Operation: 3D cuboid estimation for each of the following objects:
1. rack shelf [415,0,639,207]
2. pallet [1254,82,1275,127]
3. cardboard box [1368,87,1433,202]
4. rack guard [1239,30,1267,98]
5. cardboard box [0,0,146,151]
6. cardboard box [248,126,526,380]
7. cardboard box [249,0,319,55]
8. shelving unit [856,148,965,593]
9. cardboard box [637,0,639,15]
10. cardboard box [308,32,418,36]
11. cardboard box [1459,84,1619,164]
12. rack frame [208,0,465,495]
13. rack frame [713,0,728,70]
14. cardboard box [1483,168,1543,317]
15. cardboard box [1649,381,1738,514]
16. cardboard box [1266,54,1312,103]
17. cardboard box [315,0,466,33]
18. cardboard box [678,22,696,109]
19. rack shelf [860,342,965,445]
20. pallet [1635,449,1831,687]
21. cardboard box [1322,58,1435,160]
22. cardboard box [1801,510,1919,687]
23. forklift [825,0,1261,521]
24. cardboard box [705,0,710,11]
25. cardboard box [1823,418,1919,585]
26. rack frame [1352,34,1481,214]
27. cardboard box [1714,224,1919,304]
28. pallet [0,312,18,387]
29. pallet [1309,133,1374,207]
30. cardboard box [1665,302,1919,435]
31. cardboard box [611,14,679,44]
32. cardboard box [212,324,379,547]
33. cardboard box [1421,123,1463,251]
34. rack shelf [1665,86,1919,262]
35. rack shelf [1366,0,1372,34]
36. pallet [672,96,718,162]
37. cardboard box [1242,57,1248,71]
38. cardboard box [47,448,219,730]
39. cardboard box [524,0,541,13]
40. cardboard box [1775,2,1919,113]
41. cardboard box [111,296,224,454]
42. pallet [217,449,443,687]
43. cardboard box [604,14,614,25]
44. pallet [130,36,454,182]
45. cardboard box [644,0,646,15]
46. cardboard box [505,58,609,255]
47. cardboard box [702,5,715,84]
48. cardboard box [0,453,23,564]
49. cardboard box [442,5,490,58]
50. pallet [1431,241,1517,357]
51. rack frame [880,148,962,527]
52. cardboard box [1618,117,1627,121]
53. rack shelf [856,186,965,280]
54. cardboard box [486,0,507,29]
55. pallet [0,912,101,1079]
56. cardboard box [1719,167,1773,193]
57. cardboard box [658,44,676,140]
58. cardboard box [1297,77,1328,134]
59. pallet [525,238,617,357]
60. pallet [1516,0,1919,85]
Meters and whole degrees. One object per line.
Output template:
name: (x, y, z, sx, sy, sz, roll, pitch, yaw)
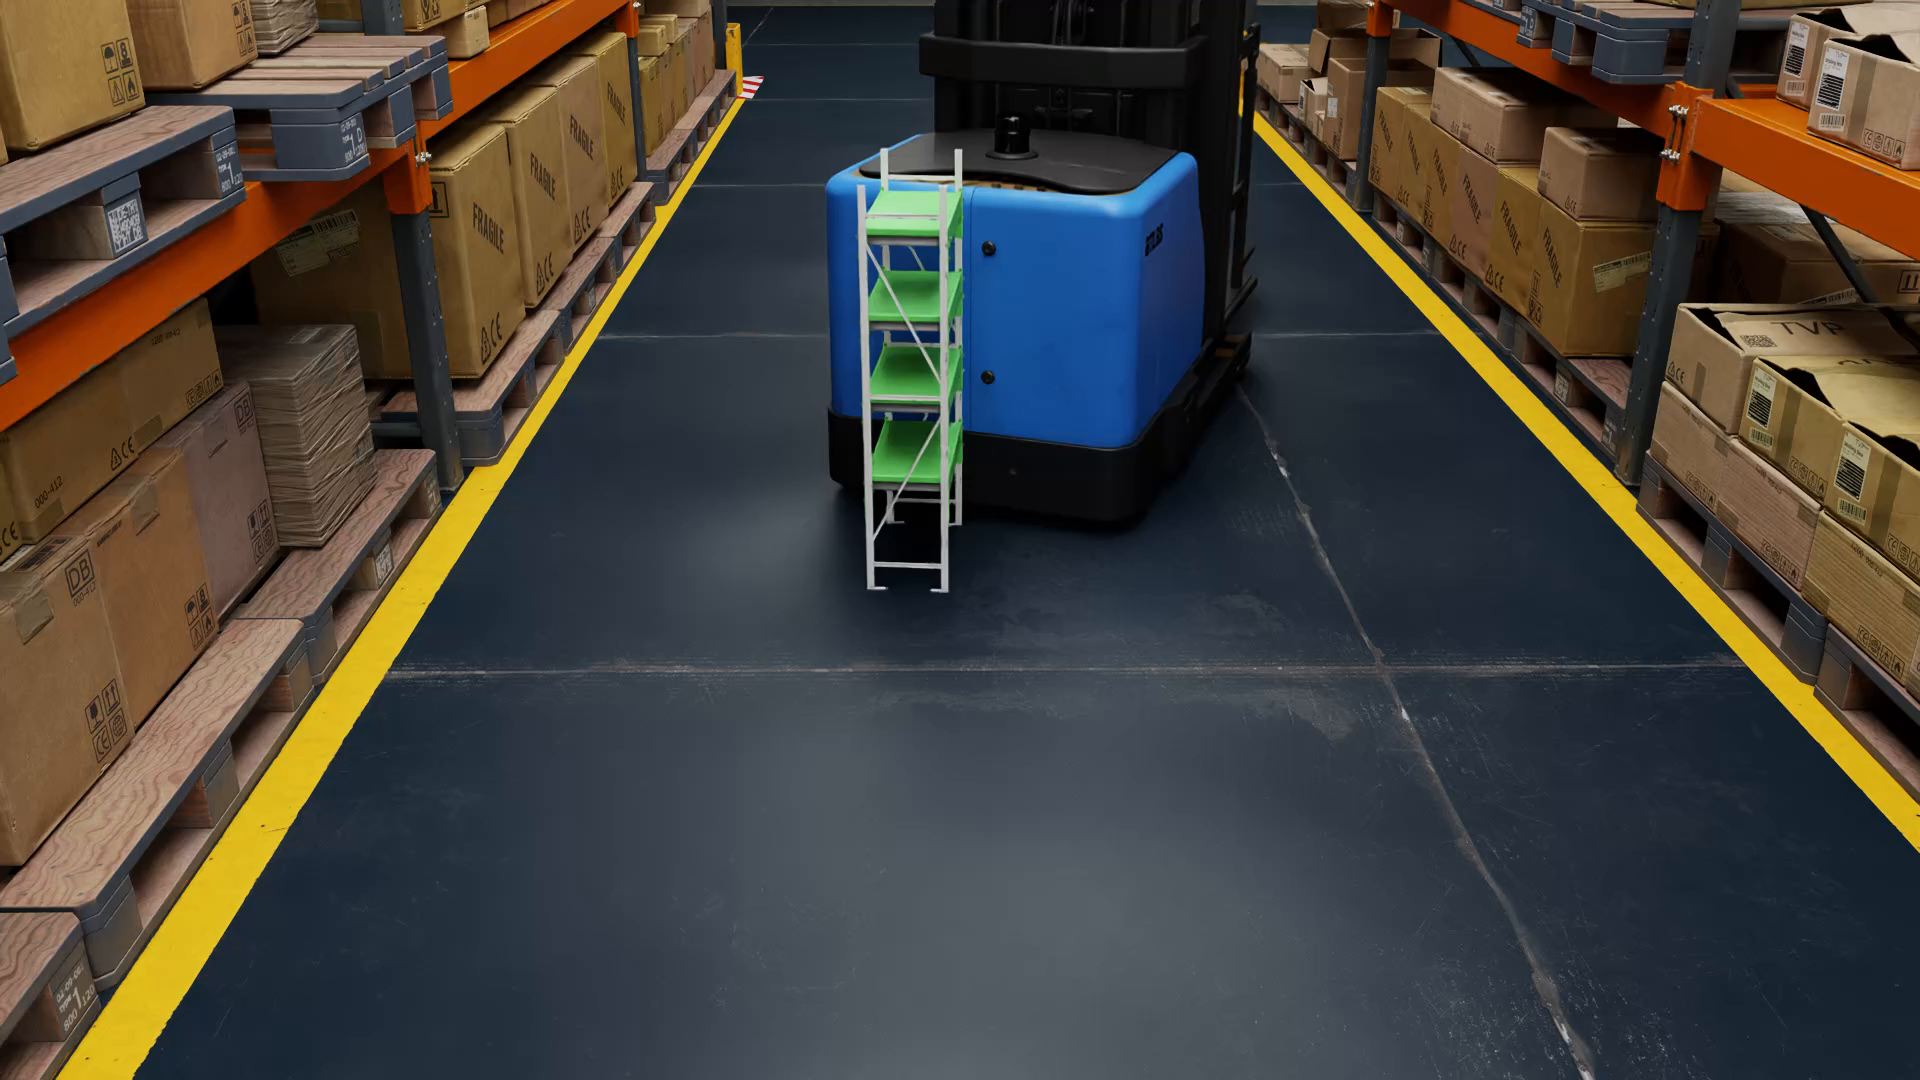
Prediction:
rack shelf: (-2.219, -2.040, 6.993, 1.077, 0.370, 4.000, 0, 24, -1)
pallet: (2.679, -3.233, 12.143, 1.003, 0.211, 1.213, 0, 24, -1)
cardboard box: (2.474, -2.077, 8.701, 0.500, 0.500, 0.500, -1, 24, -3)
rack guard: (2.670, -3.694, 12.810, 1.175, 0.500, 0.348, 0, 24, -1)
cardboard box: (-2.146, -1.083, 3.348, 0.700, 0.500, 0.500, 0, 24, -1)
cardboard box: (-2.074, -1.059, 6.050, 0.750, 0.750, 0.750, -1, 24, -1)
cardboard box: (-2.182, -1.596, 4.483, 0.700, 0.500, 0.500, -3, 25, -7)
shelving unit: (-0.134, -0.497, 4.892, 0.258, 1.200, 0.503, 2, 24, 4)
cardboard box: (-2.366, -3.534, 11.160, 0.380, 0.149, 0.250, 0, 24, 0)
cardboard box: (-1.969, -1.575, 5.372, 0.380, 0.149, 0.250, -1, 24, -1)
cardboard box: (2.491, -1.800, 7.178, 0.500, 0.250, 0.500, -1, 24, -2)
rack frame: (-2.197, -1.543, 5.023, 1.000, 3.000, 0.127, 0, 24, -1)
rack frame: (-2.285, -4.840, 12.311, 1.000, 3.000, 0.127, 0, 24, -1)
cardboard box: (2.506, -1.226, 6.821, 0.500, 0.500, 0.500, -1, 24, -2)
cardboard box: (2.468, -0.289, 5.075, 0.500, 0.250, 0.500, 0, 24, -1)
cardboard box: (2.402, -3.174, 11.431, 0.500, 0.250, 0.500, 0, 24, -1)
cardboard box: (-1.947, -1.935, 5.382, 0.500, 0.500, 0.500, 0, 24, 1)
cardboard box: (-2.165, -3.191, 11.189, 0.700, 0.500, 0.500, -1, 24, -2)
rack shelf: (-0.134, -0.439, 4.919, 0.258, 0.148, 0.480, 2, 24, 4)
pallet: (2.726, 0.043, 4.899, 1.003, 0.211, 1.213, 0, 24, -1)
cardboard box: (2.423, -2.511, 9.660, 0.500, 0.500, 0.500, 0, 24, -1)
cardboard box: (2.486, 0.133, 4.144, 0.500, 0.250, 0.500, -1, 24, -2)
forklift: (0.541, -1.977, 6.063, 1.130, 2.935, 3.031, 8, 26, 18)
cardboard box: (-1.993, -3.848, 11.854, 0.380, 0.149, 0.250, -1, 24, -1)
cardboard box: (2.486, -0.118, 4.016, 0.500, 0.311, 0.500, -1, 24, -2)
rack frame: (2.712, -3.215, 8.720, 1.000, 3.000, 0.127, 0, 24, -1)
cardboard box: (3.037, -0.818, 5.917, 0.500, 0.500, 0.500, 1, 24, 2)
pallet: (-2.017, -0.123, 2.116, 1.003, 0.211, 1.213, 0, 24, -1)
pallet: (2.706, -2.228, 9.920, 1.003, 0.211, 1.213, 0, 24, -1)
cardboard box: (2.468, -0.544, 4.960, 0.500, 0.311, 0.500, 1, 24, 1)
cardboard box: (-1.974, -3.205, 10.434, 0.380, 0.149, 0.250, -1, 24, -2)
cardboard box: (-2.137, -0.309, 4.792, 0.700, 0.500, 0.500, 0, 24, 0)
cardboard box: (2.489, -1.651, 7.760, 0.500, 0.500, 0.500, 0, 24, 0)
rack shelf: (2.778, -0.415, 3.401, 1.077, 0.370, 4.000, 0, 24, -1)
rack shelf: (2.691, -3.712, 10.690, 1.077, 0.370, 4.000, 0, 24, -1)
pallet: (-2.187, -2.739, 11.049, 1.003, 0.211, 1.213, 0, 24, -1)
cardboard box: (2.330, -3.591, 12.476, 0.380, 0.149, 0.250, 0, 24, -1)
cardboard box: (-2.214, 0.109, 3.869, 0.700, 0.500, 0.500, 0, 24, -1)
cardboard box: (-1.993, -2.315, 7.009, 0.380, 0.149, 0.250, 0, 24, 1)
cardboard box: (2.716, -1.377, 4.762, 0.500, 0.311, 0.500, 1, 24, 3)
cardboard box: (-2.194, -0.415, 4.117, 0.500, 0.250, 0.500, 0, 24, 0)
pallet: (-2.190, 0.049, 4.885, 1.003, 0.211, 1.213, 0, 24, -1)
cardboard box: (-2.357, -3.217, 10.460, 0.380, 0.149, 0.250, 0, 24, 0)
pallet: (-2.083, -1.163, 4.414, 1.213, 0.211, 1.003, 0, 24, -1)
cardboard box: (-2.372, -3.742, 11.620, 0.380, 0.149, 0.250, 0, 24, 0)
cardboard box: (-2.091, -1.770, 7.623, 0.750, 0.750, 0.750, 0, 24, 1)
cardboard box: (-2.177, -3.604, 12.103, 0.700, 0.500, 0.500, 0, 24, -1)
cardboard box: (-2.196, 0.003, 3.194, 0.500, 0.250, 0.500, -1, 24, -2)
cardboard box: (-1.882, -1.789, 5.845, 0.380, 0.149, 0.250, 0, 24, 1)
pallet: (2.775, -1.106, 7.439, 1.003, 0.211, 1.213, 0, 24, -1)
rack frame: (-0.113, -0.597, 5.114, 0.240, 1.200, 0.015, 2, 24, 4)
cardboard box: (3.001, -1.871, 8.247, 0.500, 0.500, 0.500, 0, 24, 0)
rack shelf: (-0.134, -0.876, 4.721, 0.258, 0.148, 0.480, 2, 24, 4)
cardboard box: (-2.011, -2.105, 6.544, 0.380, 0.149, 0.250, 0, 24, 0)
pallet: (-2.164, 1.055, 2.662, 1.003, 0.211, 1.213, 0, 24, -1)
cardboard box: (3.025, -1.240, 6.851, 0.500, 0.500, 0.500, -1, 24, -1)
cardboard box: (-2.149, -2.760, 10.236, 0.700, 0.500, 0.500, 0, 24, -1)
cardboard box: (2.414, -2.733, 10.383, 0.500, 0.311, 0.500, 0, 24, -1)
pallet: (-2.141, -1.100, 7.425, 1.003, 0.211, 1.213, 0, 24, -1)
pallet: (2.678, -1.759, 5.732, 1.213, 0.211, 1.003, 0, 24, -1)
